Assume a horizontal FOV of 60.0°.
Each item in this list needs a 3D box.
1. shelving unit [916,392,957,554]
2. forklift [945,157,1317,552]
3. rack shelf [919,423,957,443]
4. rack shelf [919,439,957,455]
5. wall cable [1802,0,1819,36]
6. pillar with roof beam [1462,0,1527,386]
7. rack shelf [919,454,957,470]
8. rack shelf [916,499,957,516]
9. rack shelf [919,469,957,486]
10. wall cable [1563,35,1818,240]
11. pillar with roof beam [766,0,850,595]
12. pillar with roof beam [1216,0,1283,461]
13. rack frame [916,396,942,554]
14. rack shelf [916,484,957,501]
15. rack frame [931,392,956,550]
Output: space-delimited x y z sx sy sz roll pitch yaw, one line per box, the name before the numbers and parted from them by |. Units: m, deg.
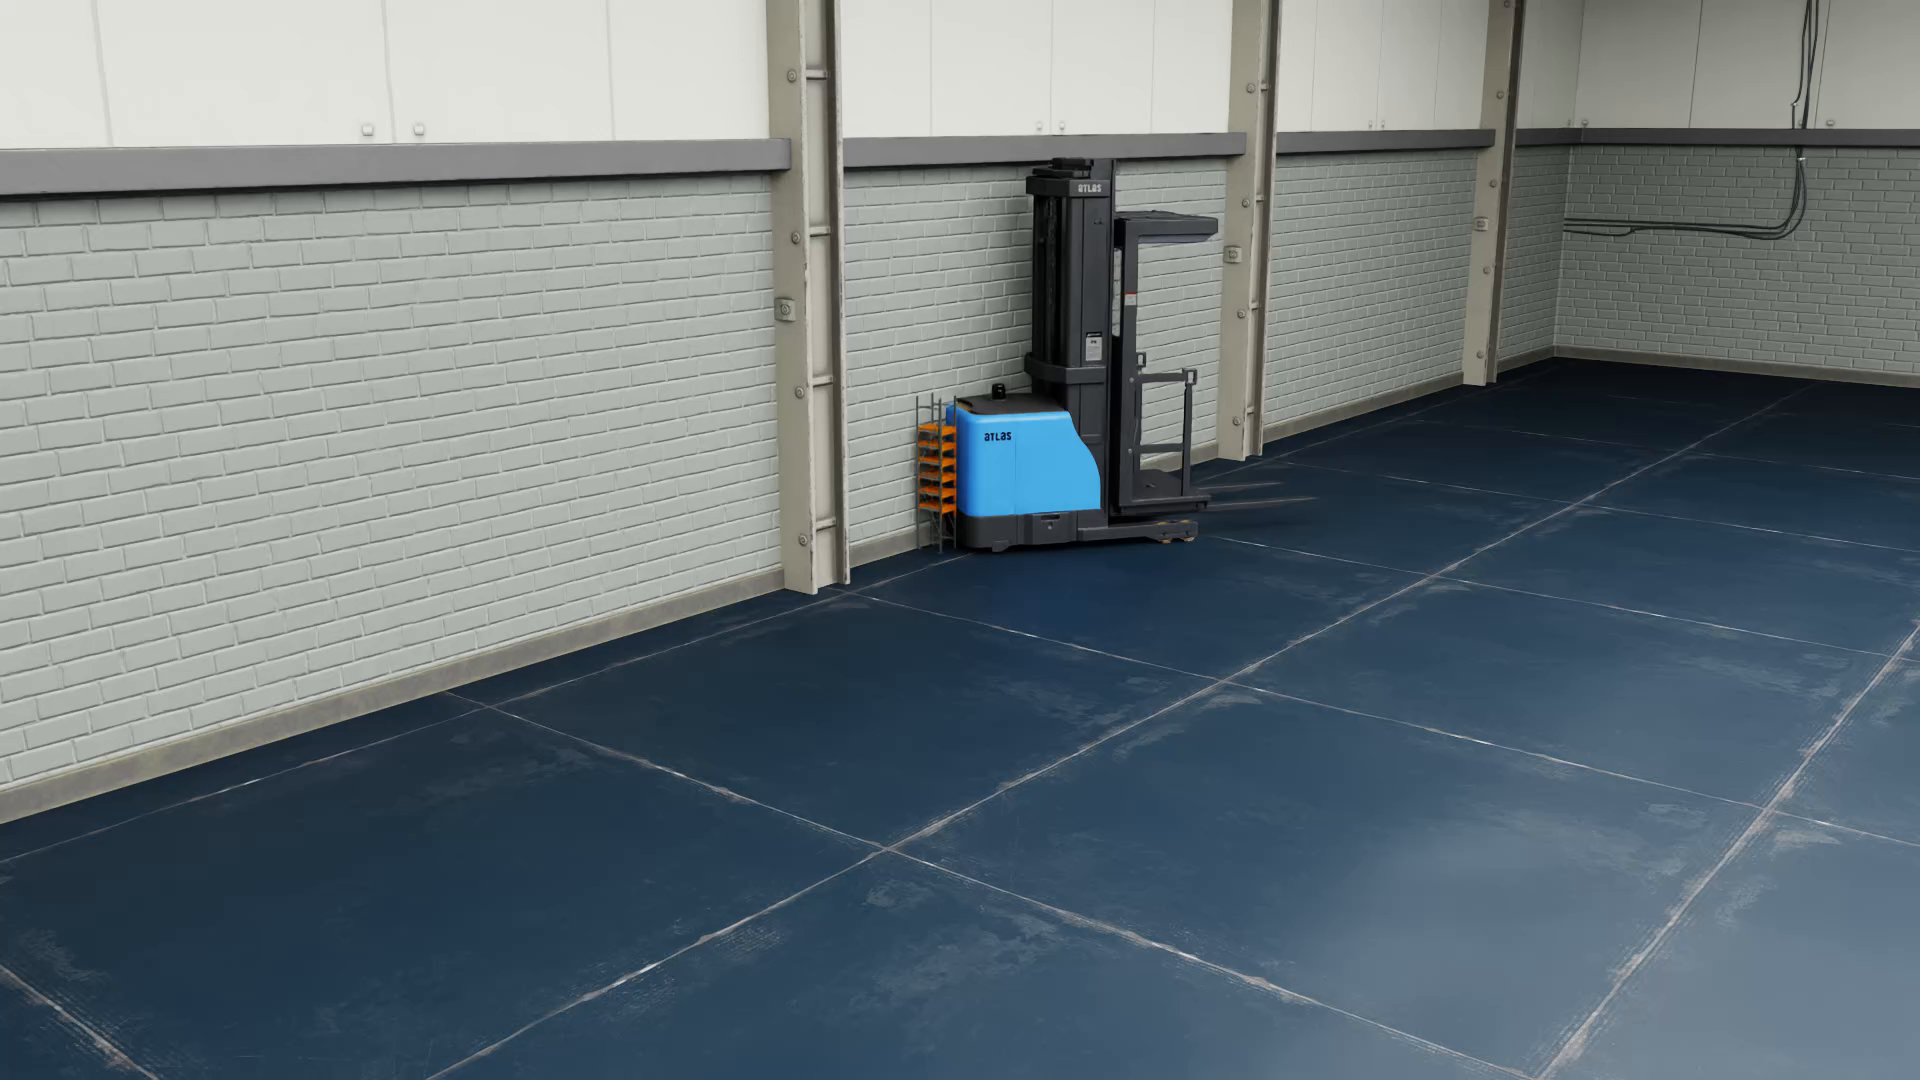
shelving unit | -0.180 -0.508 12.683 0.258 1.200 0.189 11 18 36
forklift | 1.367 -1.514 13.131 3.031 2.935 1.130 -4 15 -16
rack shelf | -0.180 -0.813 12.605 0.258 0.103 0.180 11 18 36
rack shelf | -0.180 -0.697 12.635 0.258 0.103 0.180 11 18 36
wall cable | 11.500 -7.222 19.326 3.097 2.526 0.112 11 18 38
pillar with roof beam | 9.865 -5.673 17.176 9.100 9.000 0.400 11 18 38
rack shelf | -0.180 -0.581 12.665 0.258 0.103 0.180 11 18 36
rack shelf | -0.180 -0.232 12.754 0.258 0.103 0.180 11 18 36
rack shelf | -0.180 -0.464 12.694 0.258 0.103 0.180 11 18 36
wall cable | 9.396 -5.193 21.596 3.097 2.526 0.112 11 18 38
pillar with roof beam | 2.322 -3.374 8.129 9.100 9.000 0.400 11 18 38
pillar with roof beam | 6.093 -4.523 12.653 9.100 9.000 0.400 11 18 38
rack frame | -0.235 -0.490 12.613 0.240 1.200 0.006 11 18 36
rack shelf | -0.180 -0.348 12.724 0.258 0.103 0.180 11 18 36
rack frame | -0.125 -0.526 12.754 0.240 1.200 0.006 11 18 36
